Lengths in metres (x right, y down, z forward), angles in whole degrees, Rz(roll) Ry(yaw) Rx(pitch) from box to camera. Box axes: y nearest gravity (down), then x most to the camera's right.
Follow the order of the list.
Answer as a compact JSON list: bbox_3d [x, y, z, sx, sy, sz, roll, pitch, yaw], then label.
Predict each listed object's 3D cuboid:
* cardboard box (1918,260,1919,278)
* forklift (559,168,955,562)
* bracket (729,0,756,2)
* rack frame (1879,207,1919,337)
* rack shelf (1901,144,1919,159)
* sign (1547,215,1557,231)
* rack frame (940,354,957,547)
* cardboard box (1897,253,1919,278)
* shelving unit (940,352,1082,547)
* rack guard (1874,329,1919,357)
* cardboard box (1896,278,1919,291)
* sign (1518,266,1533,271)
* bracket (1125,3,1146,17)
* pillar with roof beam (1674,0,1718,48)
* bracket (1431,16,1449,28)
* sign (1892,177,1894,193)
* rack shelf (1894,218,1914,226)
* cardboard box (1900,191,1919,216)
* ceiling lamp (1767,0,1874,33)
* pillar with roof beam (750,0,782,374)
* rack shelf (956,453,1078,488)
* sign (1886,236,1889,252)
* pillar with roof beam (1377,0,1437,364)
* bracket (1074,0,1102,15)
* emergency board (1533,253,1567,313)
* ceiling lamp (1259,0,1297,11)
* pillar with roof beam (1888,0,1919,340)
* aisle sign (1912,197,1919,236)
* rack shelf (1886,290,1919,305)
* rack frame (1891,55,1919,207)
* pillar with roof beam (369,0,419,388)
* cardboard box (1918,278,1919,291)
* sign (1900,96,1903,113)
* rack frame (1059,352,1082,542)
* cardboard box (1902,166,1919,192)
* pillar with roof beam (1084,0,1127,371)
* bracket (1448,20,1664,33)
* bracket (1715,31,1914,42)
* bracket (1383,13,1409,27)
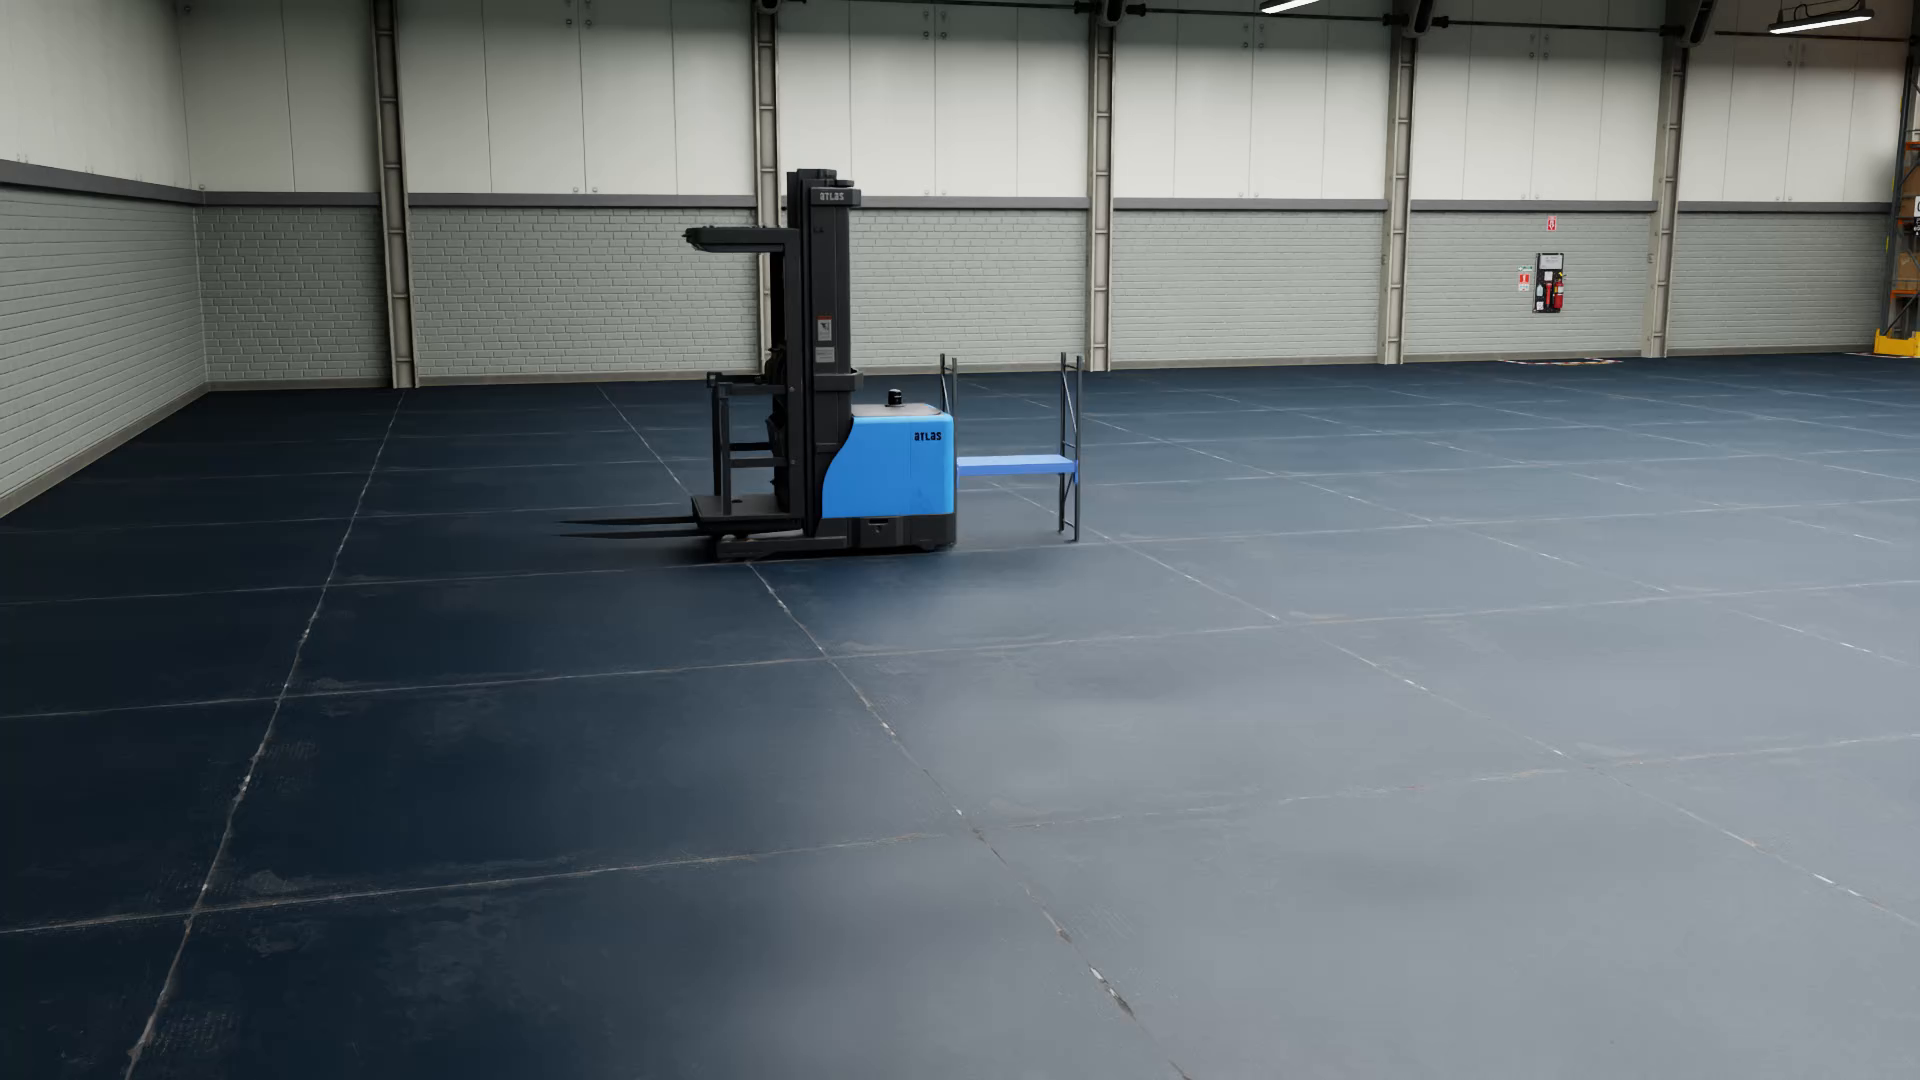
[{"bbox_3d":[19.903,-5.572,33.818,0.500,0.500,0.500,-3,11,-16],"label":"cardboard box"},{"bbox_3d":[-1.608,-1.377,12.932,3.031,2.935,1.130,-2,11,-12],"label":"forklift"},{"bbox_3d":[-3.551,-8.905,27.120,0.430,0.232,0.235,-3,11,-16],"label":"bracket"},{"bbox_3d":[19.361,-5.295,34.026,0.127,3.000,1.000,-3,11,-16],"label":"rack frame"},{"bbox_3d":[21.281,-7.992,34.098,4.000,0.370,1.077,-3,11,-16],"label":"rack shelf"},{"bbox_3d":[11.611,-6.216,32.625,0.199,0.298,0.001,-3,11,-16],"label":"sign"},{"bbox_3d":[-0.092,-0.728,13.356,0.032,1.500,0.500,-2,11,-12],"label":"rack frame"},{"bbox_3d":[19.754,-5.661,34.300,0.500,0.500,0.500,-3,11,-17],"label":"cardboard box"},{"bbox_3d":[0.404,-0.747,13.464,1.048,1.500,0.538,-2,11,-12],"label":"shelving unit"},{"bbox_3d":[19.434,-4.070,34.273,0.348,0.500,1.175,-3,11,-16],"label":"rack guard"},{"bbox_3d":[19.756,-5.289,34.350,0.500,0.250,0.500,-3,11,-15],"label":"cardboard box"},{"bbox_3d":[11.094,-5.326,32.630,0.331,0.109,0.001,-3,11,-16],"label":"sign"},{"bbox_3d":[3.006,-9.250,28.997,0.430,0.232,0.235,-3,11,-16],"label":"bracket"},{"bbox_3d":[15.287,-10.303,28.053,0.548,2.987,8.718,-3,11,-16],"label":"pillar with roof beam"},{"bbox_3d":[8.767,-9.554,30.647,0.430,0.232,0.235,-3,11,-16],"label":"bracket"},{"bbox_3d":[19.225,-7.304,34.204,0.005,0.325,0.100,-3,11,-16],"label":"sign"},{"bbox_3d":[21.281,-6.518,34.370,4.000,0.370,1.077,-3,11,-16],"label":"rack shelf"},{"bbox_3d":[19.691,-6.895,34.098,0.500,0.500,0.500,-2,11,-12],"label":"cardboard box"},{"bbox_3d":[14.000,-10.062,27.225,0.800,3.185,2.000,-3,11,-16],"label":"ceiling lamp"},{"bbox_3d":[-2.049,-6.469,23.830,0.548,9.000,9.100,-3,11,-16],"label":"pillar with roof beam"},{"bbox_3d":[0.404,-0.571,13.497,1.000,0.185,0.538,-2,11,-12],"label":"rack shelf"},{"bbox_3d":[19.225,-6.118,34.422,0.005,0.325,0.100,-3,11,-16],"label":"sign"},{"bbox_3d":[9.473,-7.076,27.129,0.548,9.000,9.100,-3,11,-16],"label":"pillar with roof beam"},{"bbox_3d":[2.209,-9.208,28.769,0.430,0.232,0.235,-3,11,-16],"label":"bracket"},{"bbox_3d":[11.647,-5.059,32.743,0.643,1.169,0.194,-3,11,-16],"label":"emergency board"},{"bbox_3d":[4.830,-9.599,24.596,0.800,3.144,2.000,-3,11,-16],"label":"ceiling lamp"},{"bbox_3d":[20.995,-7.683,30.427,0.548,9.000,9.100,-3,11,-16],"label":"pillar with roof beam"},{"bbox_3d":[19.376,-6.518,33.488,0.004,0.787,0.394,-3,11,-16],"label":"aisle sign"},{"bbox_3d":[21.281,-5.043,34.641,4.000,0.370,1.077,-3,11,-16],"label":"rack shelf"},{"bbox_3d":[19.361,-8.246,33.483,0.127,3.000,1.000,-3,11,-16],"label":"rack frame"},{"bbox_3d":[-7.810,-6.165,22.181,0.548,9.000,9.100,-3,11,-16],"label":"pillar with roof beam"},{"bbox_3d":[19.918,-5.201,33.872,0.500,0.250,0.500,-3,11,-18],"label":"cardboard box"},{"bbox_3d":[19.225,-8.881,33.914,0.005,0.325,0.100,-3,11,-16],"label":"sign"},{"bbox_3d":[0.901,-0.767,13.572,0.032,1.500,0.500,-2,11,-12],"label":"rack frame"},{"bbox_3d":[19.702,-7.389,34.019,0.500,0.500,0.500,-3,11,-13],"label":"cardboard box"},{"bbox_3d":[3.712,-6.772,25.479,0.548,9.000,9.100,-3,11,-16],"label":"pillar with roof beam"},{"bbox_3d":[11.241,-9.684,31.355,4.783,0.066,0.076,-3,11,-16],"label":"bracket"},{"bbox_3d":[17.002,-9.988,33.004,4.783,0.066,0.076,-3,11,-16],"label":"bracket"},{"bbox_3d":[7.970,-9.512,30.418,0.430,0.232,0.235,-3,11,-16],"label":"bracket"}]
